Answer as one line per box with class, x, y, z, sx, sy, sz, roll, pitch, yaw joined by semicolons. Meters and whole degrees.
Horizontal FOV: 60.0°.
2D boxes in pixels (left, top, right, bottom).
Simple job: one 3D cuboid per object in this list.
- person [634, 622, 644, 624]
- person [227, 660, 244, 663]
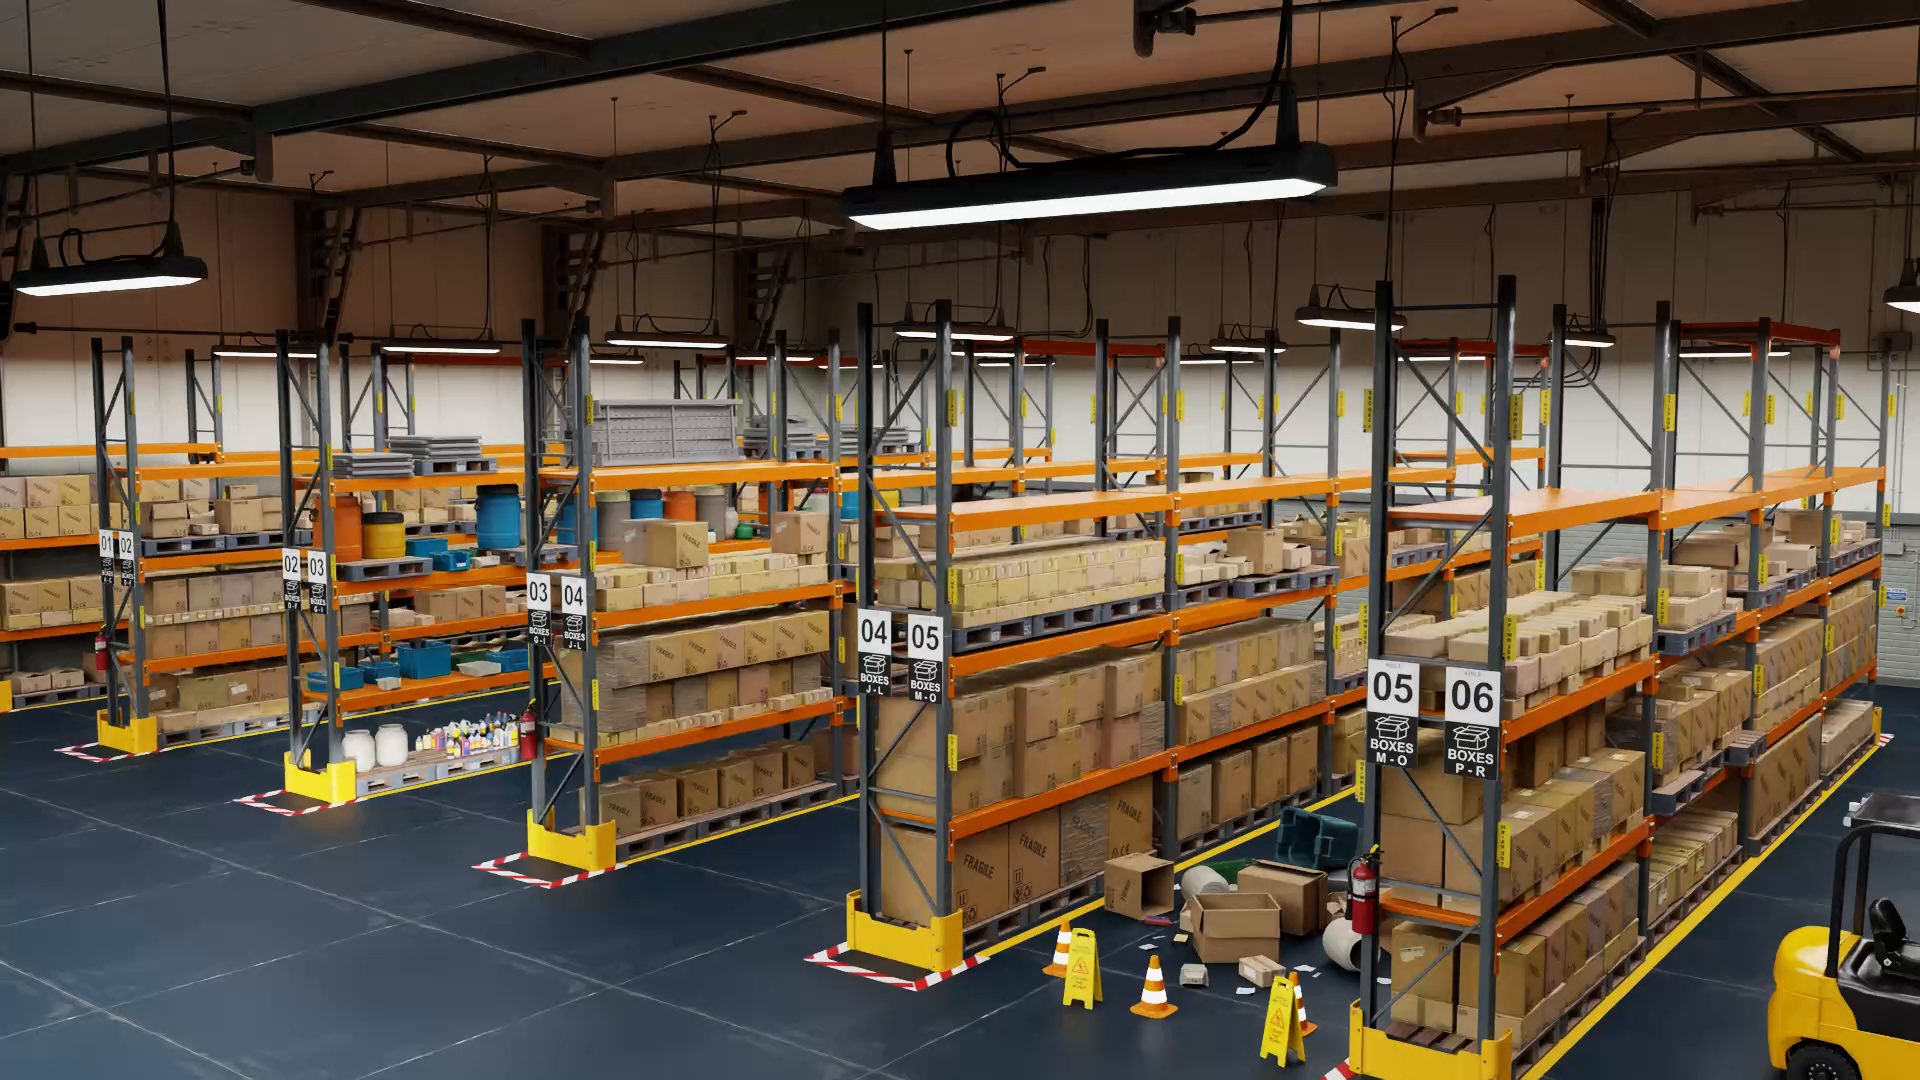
person;-5.577;1.713;29.487;0.588;1.789;0.604;-1;5;-10
person;-12.796;1.739;29.192;0.595;1.797;0.420;-2;6;-26
